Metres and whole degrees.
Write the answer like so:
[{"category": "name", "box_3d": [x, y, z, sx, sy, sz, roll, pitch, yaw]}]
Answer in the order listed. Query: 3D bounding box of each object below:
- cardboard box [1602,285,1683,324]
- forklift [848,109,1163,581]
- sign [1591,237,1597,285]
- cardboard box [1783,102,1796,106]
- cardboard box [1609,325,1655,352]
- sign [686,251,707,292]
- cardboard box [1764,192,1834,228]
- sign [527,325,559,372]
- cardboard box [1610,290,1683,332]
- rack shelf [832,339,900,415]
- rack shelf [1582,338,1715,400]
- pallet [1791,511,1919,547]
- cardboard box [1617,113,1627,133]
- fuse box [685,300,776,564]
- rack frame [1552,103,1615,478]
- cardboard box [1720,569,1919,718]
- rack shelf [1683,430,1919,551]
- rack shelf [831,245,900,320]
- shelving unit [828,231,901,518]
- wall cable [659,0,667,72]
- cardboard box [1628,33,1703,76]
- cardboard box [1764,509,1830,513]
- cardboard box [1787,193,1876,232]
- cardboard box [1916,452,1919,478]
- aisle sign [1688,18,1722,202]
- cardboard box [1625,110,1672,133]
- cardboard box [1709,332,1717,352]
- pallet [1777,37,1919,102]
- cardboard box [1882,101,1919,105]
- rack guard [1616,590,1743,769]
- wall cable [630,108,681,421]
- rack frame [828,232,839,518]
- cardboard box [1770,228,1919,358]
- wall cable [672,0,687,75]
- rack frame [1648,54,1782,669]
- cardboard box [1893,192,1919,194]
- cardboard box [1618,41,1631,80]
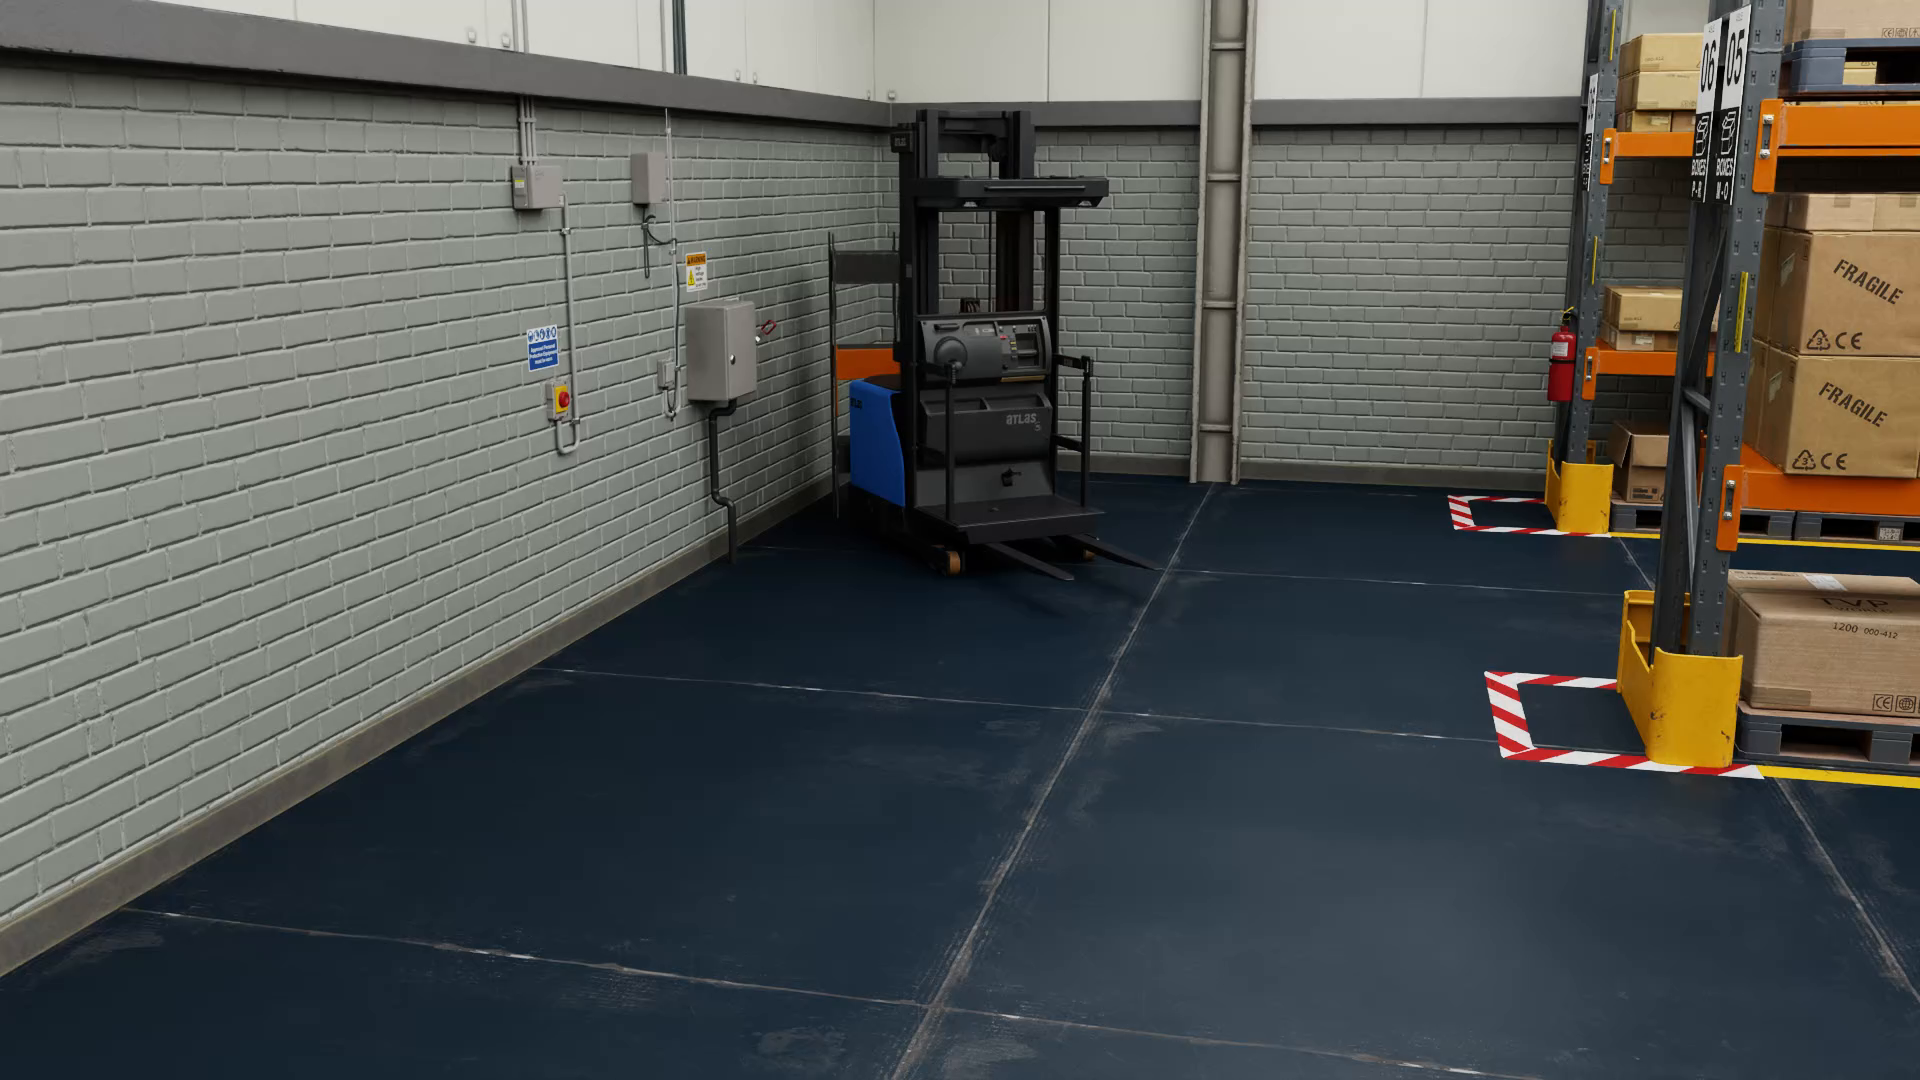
[{"category": "cardboard box", "box_3d": [5.058, -1.743, 12.326, 0.500, 0.250, 0.500, 3, 13, 15]}, {"category": "forklift", "box_3d": [0.269, -1.307, 10.860, 1.130, 2.935, 3.031, -6, 14, -25]}, {"category": "sign", "box_3d": [4.418, -1.948, 11.590, 0.005, 0.325, 0.100, 3, 13, 14]}, {"category": "cardboard box", "box_3d": [5.412, -3.073, 11.395, 0.500, 0.250, 0.500, 3, 13, 15]}, {"category": "cardboard box", "box_3d": [4.801, -1.442, 11.888, 0.250, 0.149, 0.380, 3, 13, 13]}, {"category": "sign", "box_3d": [-1.687, -1.720, 10.652, 0.001, 0.242, 0.339, 3, 13, 14]}, {"category": "cardboard box", "box_3d": [3.759, -1.473, 7.409, 0.250, 0.149, 0.380, 3, 13, 14]}, {"category": "sign", "box_3d": [-2.189, -1.008, 8.728, 0.001, 0.218, 0.327, 3, 13, 14]}, {"category": "cardboard box", "box_3d": [4.924, -1.631, 11.820, 0.500, 0.250, 0.500, 3, 13, 14]}, {"category": "rack shelf", "box_3d": [-0.707, -1.231, 12.496, 0.480, 0.518, 0.431, -2, 13, -9]}, {"category": "rack shelf", "box_3d": [6.490, -1.184, 11.808, 4.000, 0.370, 1.077, 3, 13, 14]}, {"category": "pallet", "box_3d": [6.577, -0.169, 12.009, 1.213, 0.211, 1.003, 3, 13, 14]}, {"category": "cardboard box", "box_3d": [4.914, -3.013, 12.044, 0.250, 0.149, 0.380, 3, 13, 15]}, {"category": "fuse box", "box_3d": [-1.473, -0.688, 10.885, 0.414, 1.711, 0.539, 3, 13, 14]}, {"category": "rack frame", "box_3d": [4.548, -1.639, 12.198, 0.127, 3.000, 1.000, 3, 13, 14]}, {"category": "cardboard box", "box_3d": [4.027, 0.464, 7.665, 0.875, 0.438, 0.875, 3, 13, 12]}, {"category": "rack shelf", "box_3d": [5.304, -0.140, 7.102, 4.000, 0.370, 1.077, 3, 13, 14]}, {"category": "rack shelf", "box_3d": [-0.707, -1.914, 12.344, 0.480, 0.518, 0.431, -2, 13, -9]}, {"category": "shelving unit", "box_3d": [-0.707, -1.244, 12.493, 0.503, 2.100, 0.431, -2, 13, -9]}, {"category": "wall cable", "box_3d": [-2.045, -3.918, 8.618, 0.029, 3.000, 2.355, 3, 13, 14]}, {"category": "cardboard box", "box_3d": [4.919, -3.344, 11.461, 0.500, 0.250, 0.500, 3, 13, 13]}, {"category": "cardboard box", "box_3d": [5.940, -0.520, 11.953, 0.500, 0.500, 0.700, 4, 13, 16]}, {"category": "cardboard box", "box_3d": [3.641, -1.372, 6.957, 0.250, 0.149, 0.380, 3, 13, 15]}, {"category": "cardboard box", "box_3d": [4.257, -0.539, 7.005, 0.500, 0.500, 0.500, 3, 13, 13]}, {"category": "aisle sign", "box_3d": [3.367, -1.933, 7.521, 0.004, 0.787, 0.394, 3, 13, 14]}, {"category": "cardboard box", "box_3d": [4.802, -2.916, 11.605, 0.250, 0.149, 0.380, 3, 13, 15]}, {"category": "cardboard box", "box_3d": [5.323, -1.432, 11.844, 0.250, 0.149, 0.380, 3, 13, 13]}, {"category": "pallet", "box_3d": [4.085, -1.980, 7.013, 1.213, 0.211, 1.003, 3, 13, 14]}, {"category": "cardboard box", "box_3d": [6.413, -3.022, 11.164, 0.500, 0.250, 0.500, 3, 13, 13]}, {"category": "rack guard", "box_3d": [3.339, 0.624, 7.768, 0.348, 0.500, 1.175, 3, 13, 14]}, {"category": "wall cable", "box_3d": [-1.789, -1.678, 10.026, 0.122, 1.984, 0.588, 3, 13, 14]}, {"category": "rack frame", "box_3d": [-0.948, -1.236, 12.455, 0.015, 2.100, 0.400, -2, 13, -9]}, {"category": "cardboard box", "box_3d": [3.760, -1.048, 6.991, 0.500, 0.500, 0.500, 3, 13, 12]}, {"category": "wall cable", "box_3d": [-1.341, -4.520, 11.246, 0.133, 3.039, 2.988, 3, 13, 14]}, {"category": "rack frame", "box_3d": [3.362, -0.595, 7.492, 0.127, 3.000, 1.000, 3, 13, 14]}, {"category": "cardboard box", "box_3d": [4.282, -1.469, 7.391, 0.250, 0.149, 0.380, 3, 13, 13]}, {"category": "cardboard box", "box_3d": [5.046, -3.455, 11.963, 0.500, 0.250, 0.500, 3, 13, 12]}]
